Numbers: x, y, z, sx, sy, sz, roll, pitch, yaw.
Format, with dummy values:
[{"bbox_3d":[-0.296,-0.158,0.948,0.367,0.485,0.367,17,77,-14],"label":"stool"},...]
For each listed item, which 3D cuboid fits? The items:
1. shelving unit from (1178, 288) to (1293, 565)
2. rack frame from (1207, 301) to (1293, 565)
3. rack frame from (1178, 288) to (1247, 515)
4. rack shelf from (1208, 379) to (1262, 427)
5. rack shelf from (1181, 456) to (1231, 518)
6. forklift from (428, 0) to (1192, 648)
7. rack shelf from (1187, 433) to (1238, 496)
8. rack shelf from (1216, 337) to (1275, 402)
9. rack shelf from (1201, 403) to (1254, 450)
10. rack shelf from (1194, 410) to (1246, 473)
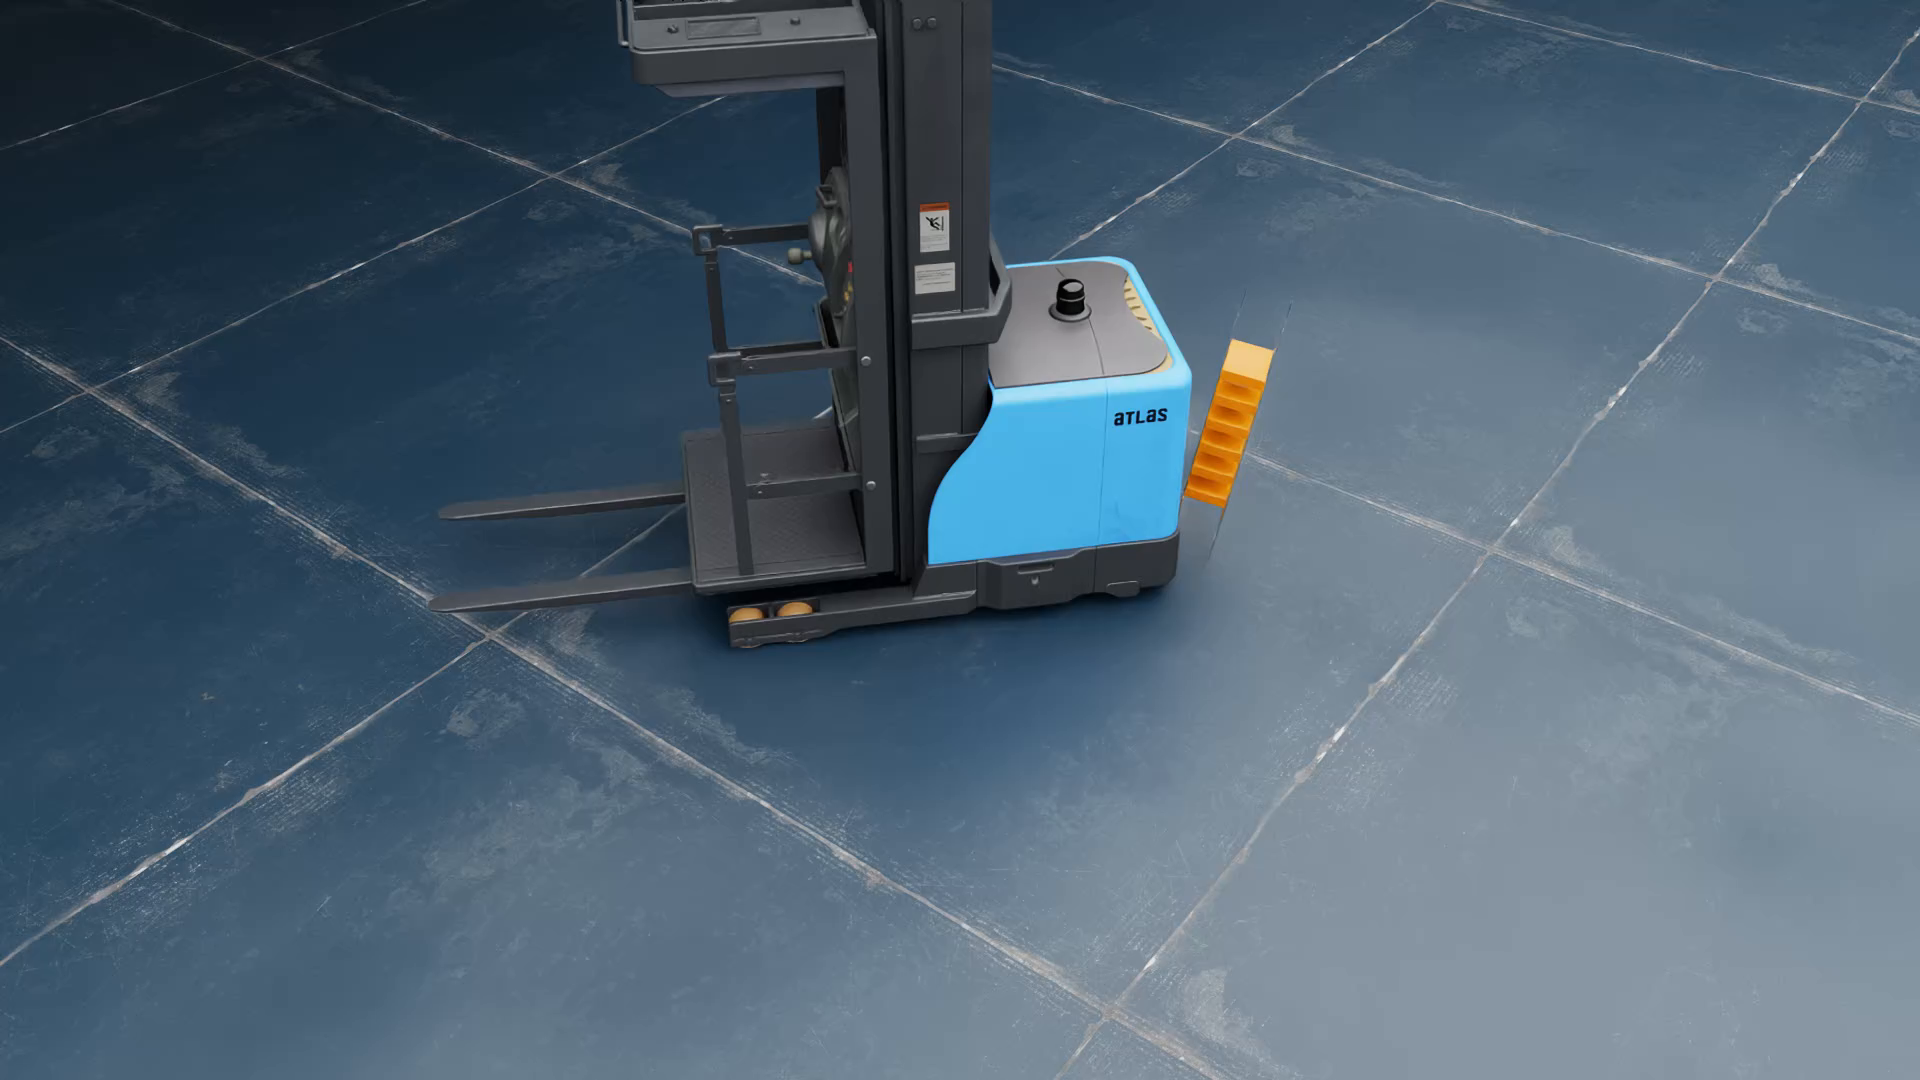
[{"bbox_3d":[1.093,-0.443,6.830,0.189,1.200,0.258,17,40,7],"label":"shelving unit"},{"bbox_3d":[1.180,-0.416,6.818,0.006,1.200,0.240,17,40,7],"label":"rack frame"},{"bbox_3d":[1.006,-0.471,6.842,0.006,1.200,0.240,17,40,7],"label":"rack frame"},{"bbox_3d":[1.122,-0.590,6.704,0.180,0.103,0.258,17,40,7],"label":"rack shelf"},{"bbox_3d":[1.051,-0.230,7.013,0.180,0.103,0.258,17,40,7],"label":"rack shelf"},{"bbox_3d":[-0.662,-1.071,6.240,3.031,2.935,1.130,-6,39,-8],"label":"forklift"},{"bbox_3d":[1.069,-0.320,6.936,0.180,0.103,0.258,17,40,7],"label":"rack shelf"},{"bbox_3d":[1.139,-0.680,6.627,0.180,0.103,0.258,17,40,7],"label":"rack shelf"},{"bbox_3d":[1.104,-0.500,6.781,0.180,0.103,0.258,17,40,7],"label":"rack shelf"},{"bbox_3d":[1.087,-0.410,6.858,0.180,0.103,0.258,17,40,7],"label":"rack shelf"}]
